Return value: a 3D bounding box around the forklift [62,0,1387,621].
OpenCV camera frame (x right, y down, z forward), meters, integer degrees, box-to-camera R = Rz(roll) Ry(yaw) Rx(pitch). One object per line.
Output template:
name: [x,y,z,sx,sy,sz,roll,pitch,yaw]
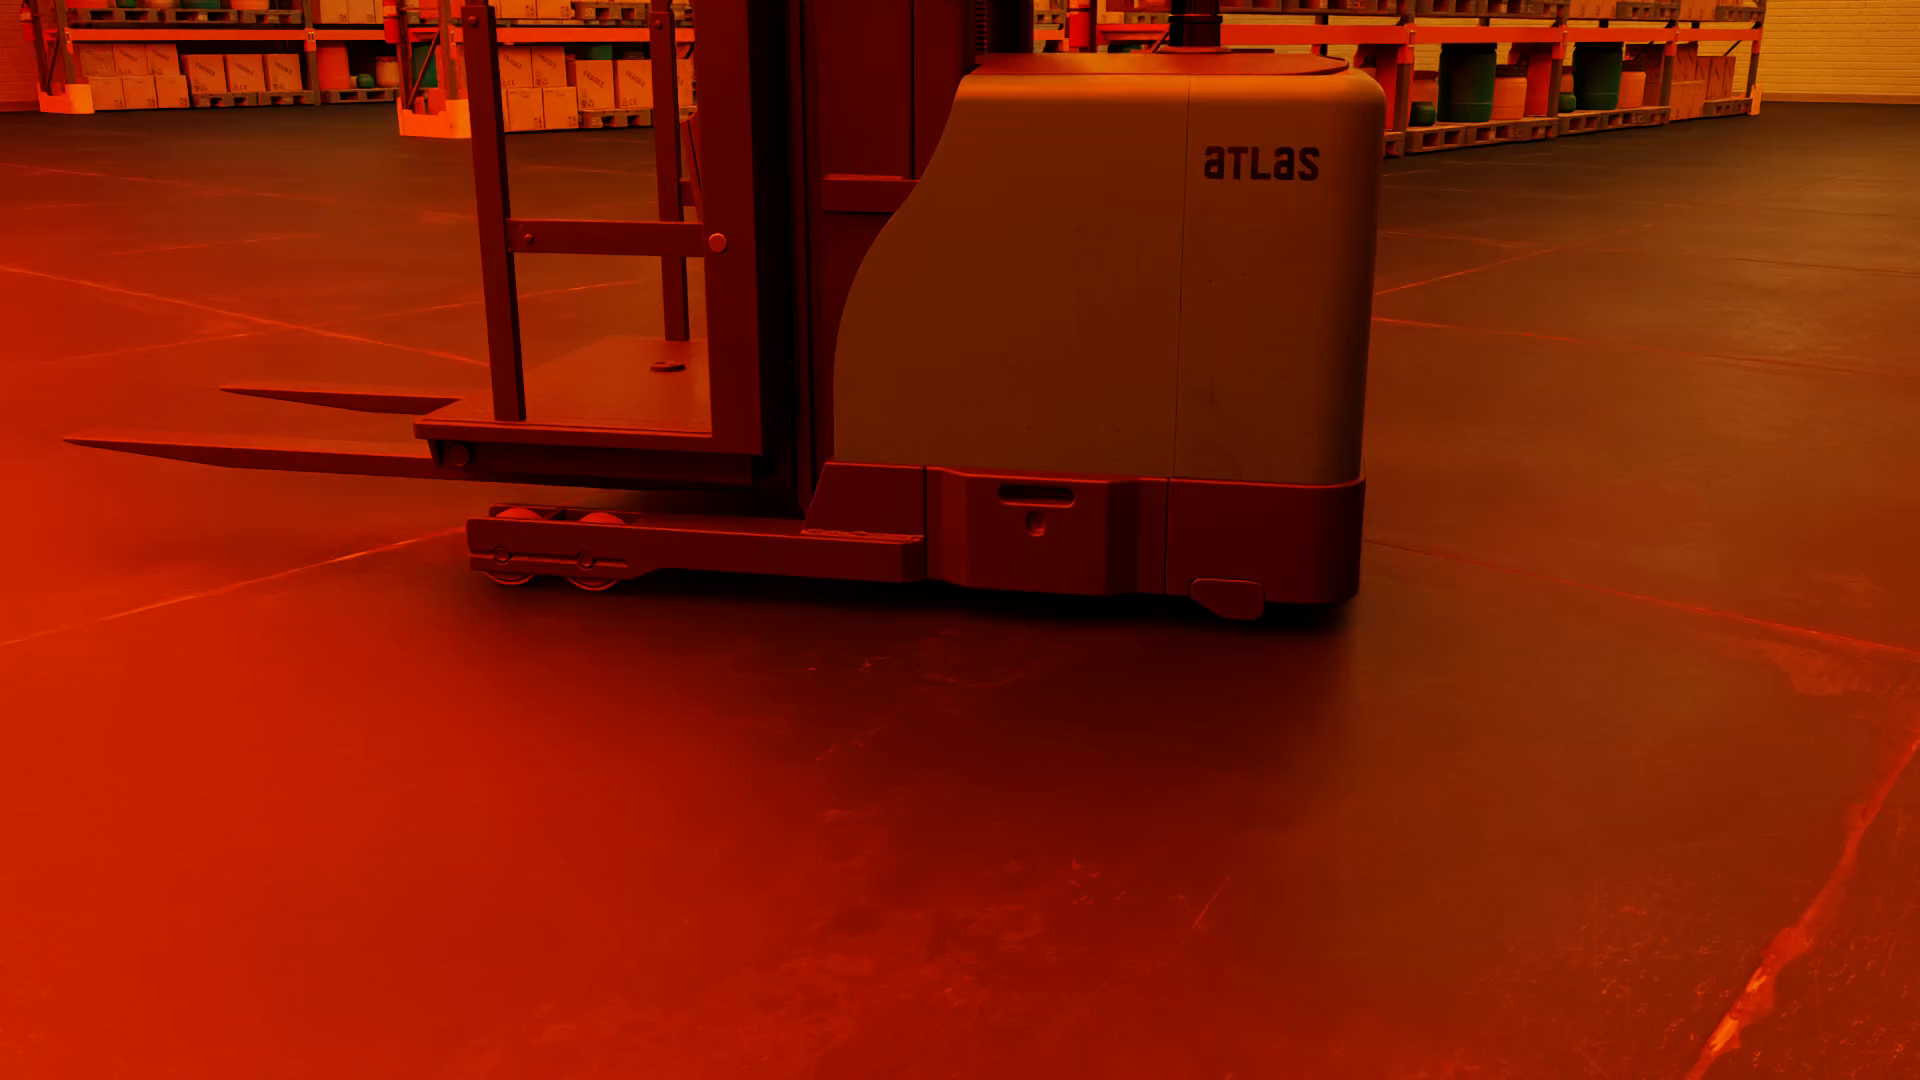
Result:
forklift: [-0.598,-1.438,3.633,3.031,2.935,1.130,3,17,11]
